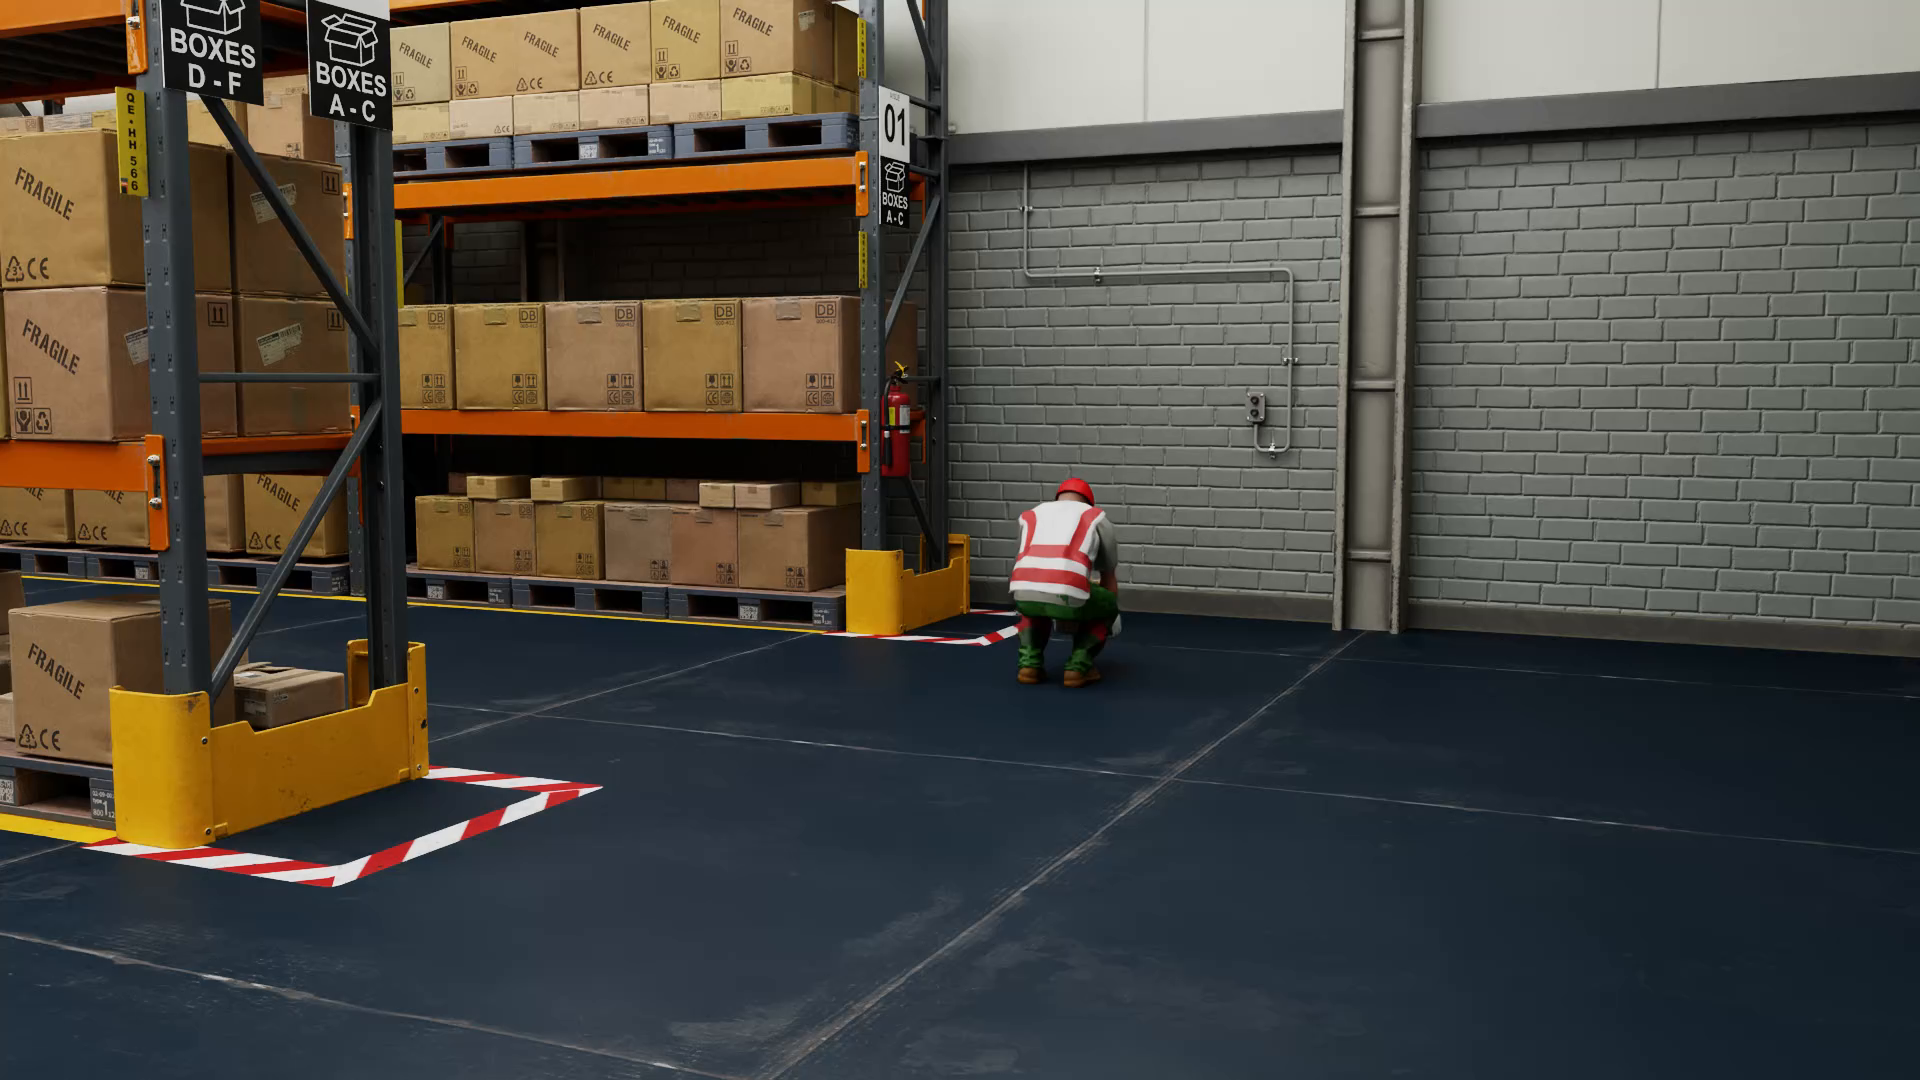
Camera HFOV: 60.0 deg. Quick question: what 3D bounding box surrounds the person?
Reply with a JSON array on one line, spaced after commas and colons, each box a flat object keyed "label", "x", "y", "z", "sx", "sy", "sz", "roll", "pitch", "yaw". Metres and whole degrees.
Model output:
[{"label": "person", "x": 0.527, "y": 0.203, "z": 8.407, "sx": 0.545, "sy": 1.001, "sz": 0.885, "roll": 2, "pitch": 6, "yaw": 22}]
